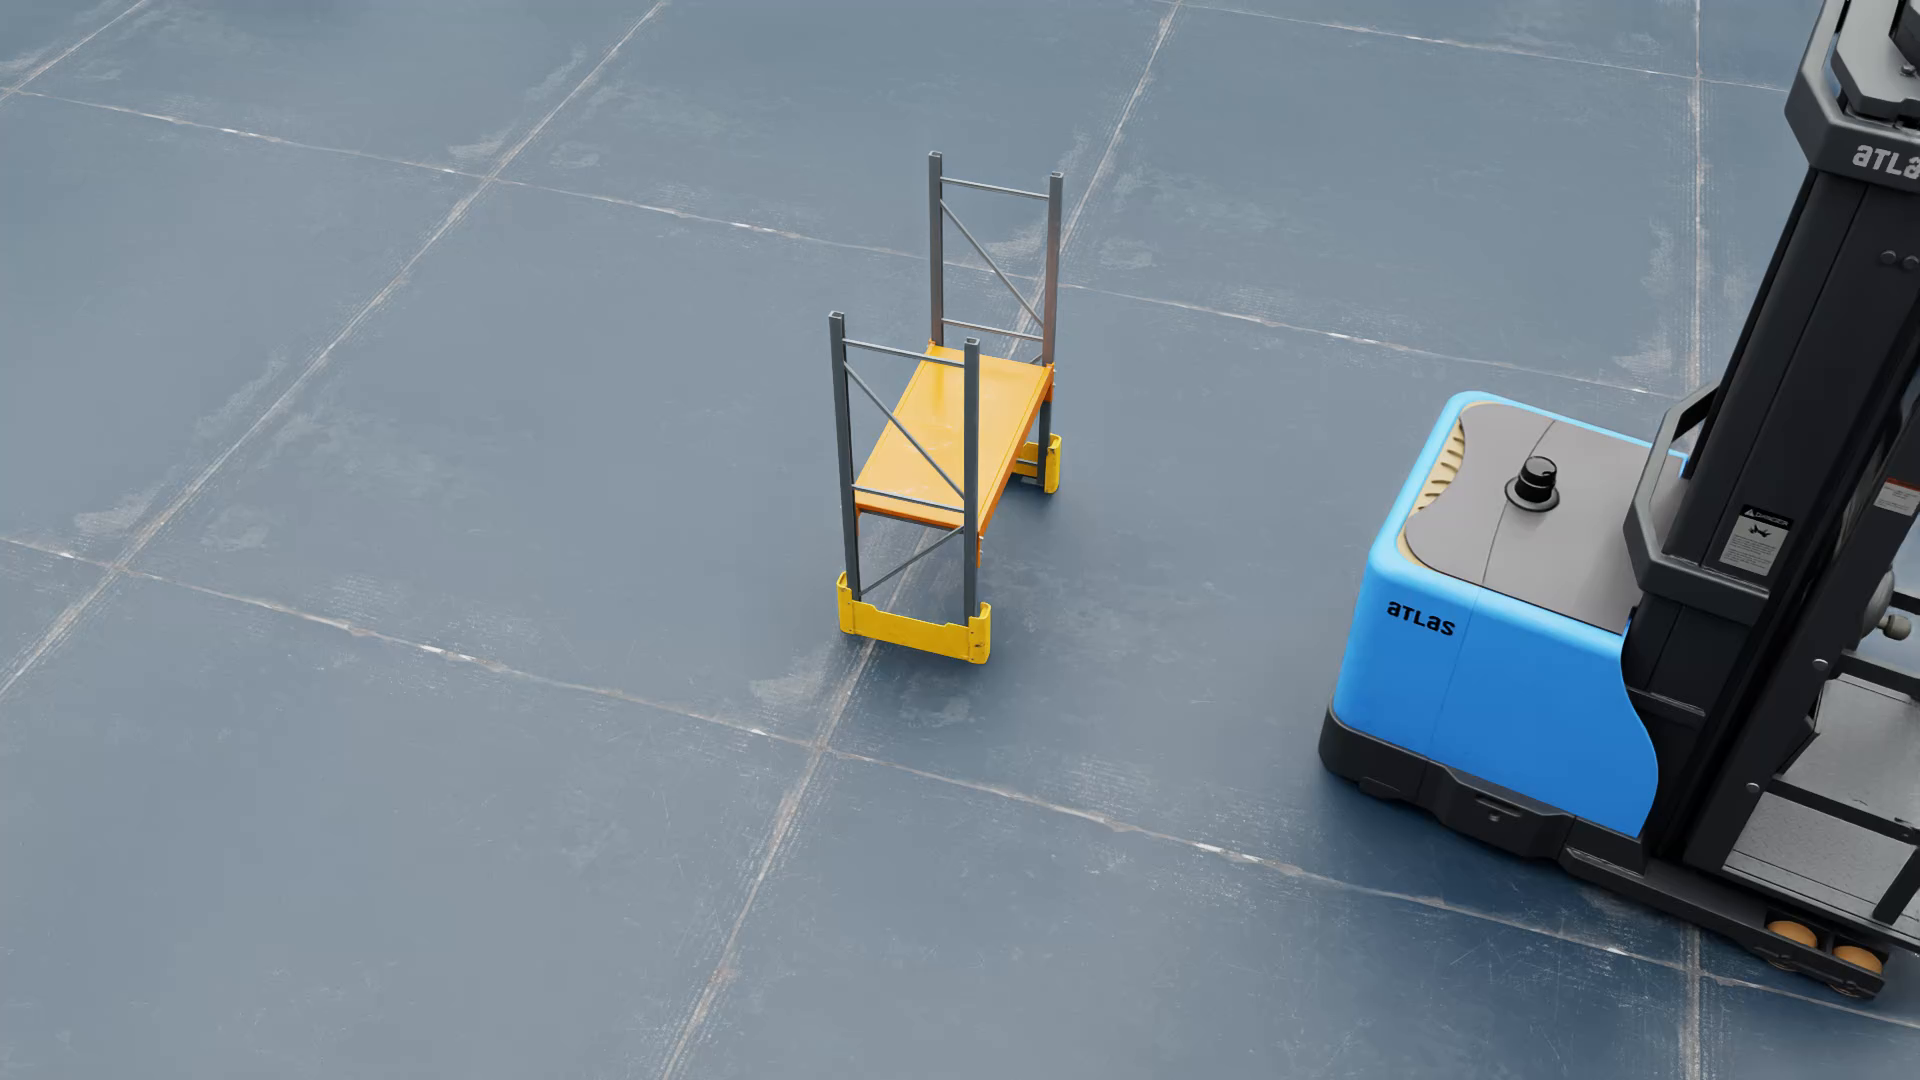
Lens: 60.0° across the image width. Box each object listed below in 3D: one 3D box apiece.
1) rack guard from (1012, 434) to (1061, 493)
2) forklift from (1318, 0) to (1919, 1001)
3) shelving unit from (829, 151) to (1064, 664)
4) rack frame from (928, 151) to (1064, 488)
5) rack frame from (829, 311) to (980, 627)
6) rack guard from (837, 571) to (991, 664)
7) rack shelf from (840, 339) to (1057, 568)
[{"bbox_3d":[0.128,-0.370,6.950,0.587,0.250,0.087,13,46,13],"label":"rack guard"},{"bbox_3d":[2.811,-0.032,4.687,3.031,2.935,1.130,21,48,20],"label":"forklift"},{"bbox_3d":[-0.023,-0.485,6.174,0.587,1.500,1.083,13,46,13],"label":"shelving unit"},{"bbox_3d":[0.128,-0.818,6.514,0.500,1.500,0.032,13,46,13],"label":"rack frame"},{"bbox_3d":[-0.180,-0.140,5.821,0.500,1.500,0.032,13,46,13],"label":"rack frame"},{"bbox_3d":[-0.174,0.293,6.271,0.587,0.250,0.087,13,46,13],"label":"rack guard"},{"bbox_3d":[-0.026,-0.351,6.293,0.538,0.185,1.000,13,46,13],"label":"rack shelf"}]
